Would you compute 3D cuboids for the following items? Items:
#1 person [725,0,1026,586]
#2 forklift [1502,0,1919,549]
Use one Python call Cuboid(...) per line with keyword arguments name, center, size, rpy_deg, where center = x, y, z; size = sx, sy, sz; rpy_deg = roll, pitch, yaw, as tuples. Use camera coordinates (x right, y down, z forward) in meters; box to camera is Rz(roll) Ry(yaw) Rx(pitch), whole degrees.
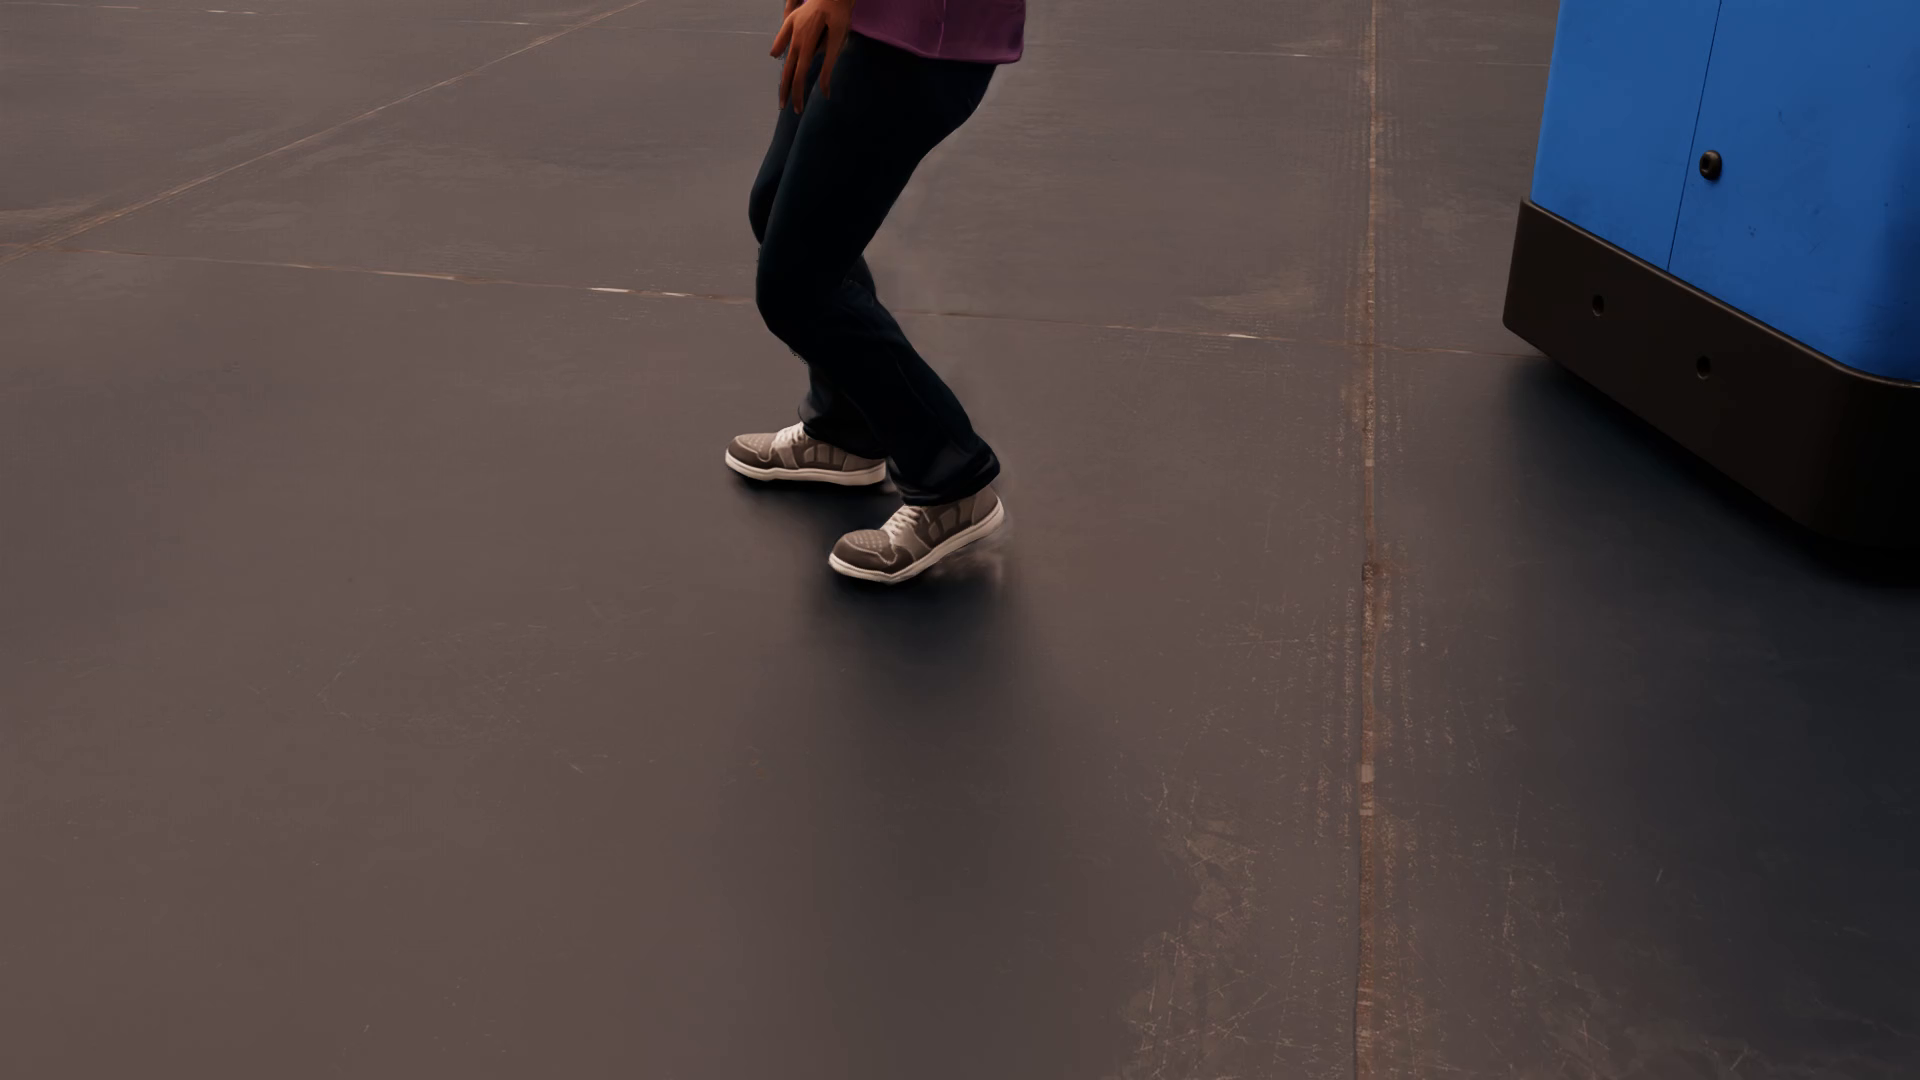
Cuboid(name="person", center=(-0.135, -0.690, 2.150), size=(0.445, 1.542, 0.600), rpy_deg=(-3, 27, -5))
Cuboid(name="forklift", center=(2.598, -1.592, 2.402), size=(3.031, 2.935, 1.130), rpy_deg=(-5, 27, -10))
